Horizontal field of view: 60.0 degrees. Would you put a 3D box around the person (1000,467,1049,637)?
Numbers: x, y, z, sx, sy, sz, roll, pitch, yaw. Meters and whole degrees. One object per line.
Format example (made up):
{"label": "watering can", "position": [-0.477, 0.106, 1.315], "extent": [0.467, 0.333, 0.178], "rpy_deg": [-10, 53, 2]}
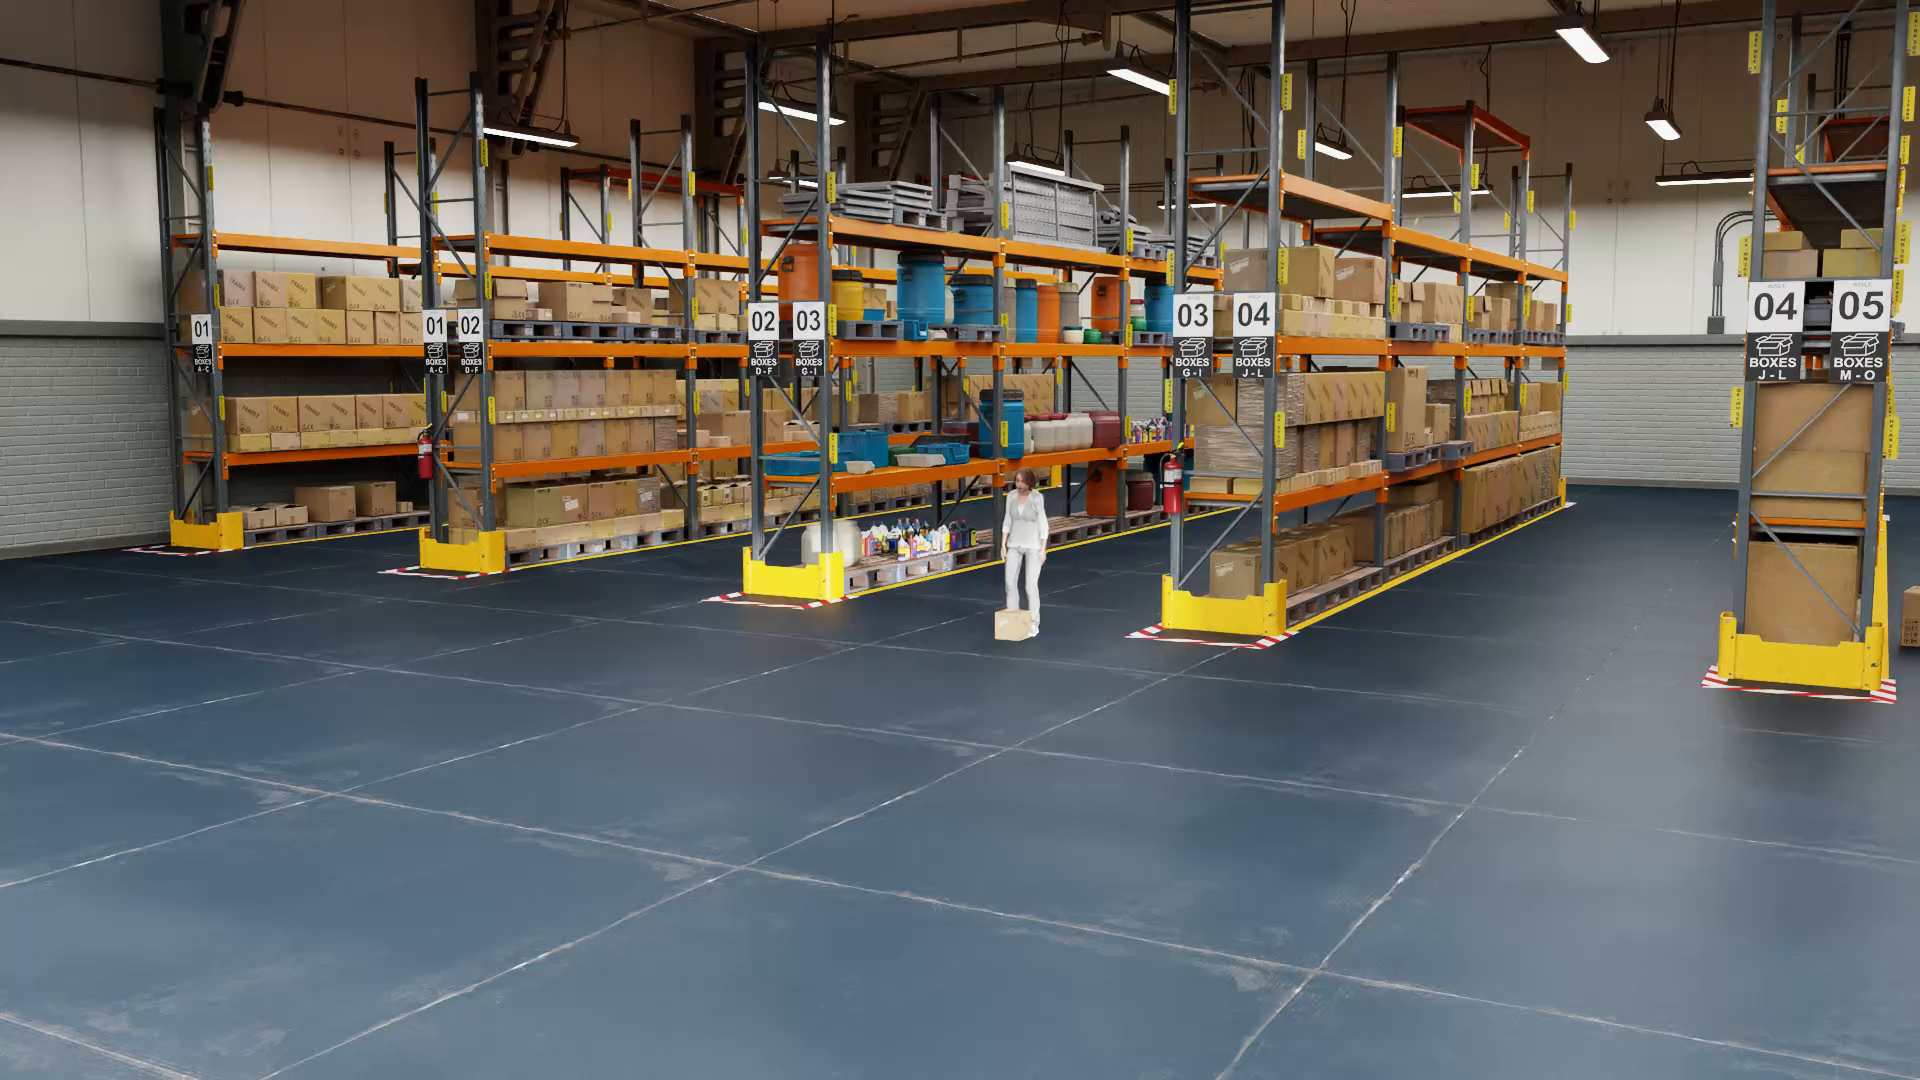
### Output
{"label": "person", "position": [0.601, 0.101, 15.637], "extent": [0.482, 1.592, 0.347], "rpy_deg": [3, 7, 25]}
